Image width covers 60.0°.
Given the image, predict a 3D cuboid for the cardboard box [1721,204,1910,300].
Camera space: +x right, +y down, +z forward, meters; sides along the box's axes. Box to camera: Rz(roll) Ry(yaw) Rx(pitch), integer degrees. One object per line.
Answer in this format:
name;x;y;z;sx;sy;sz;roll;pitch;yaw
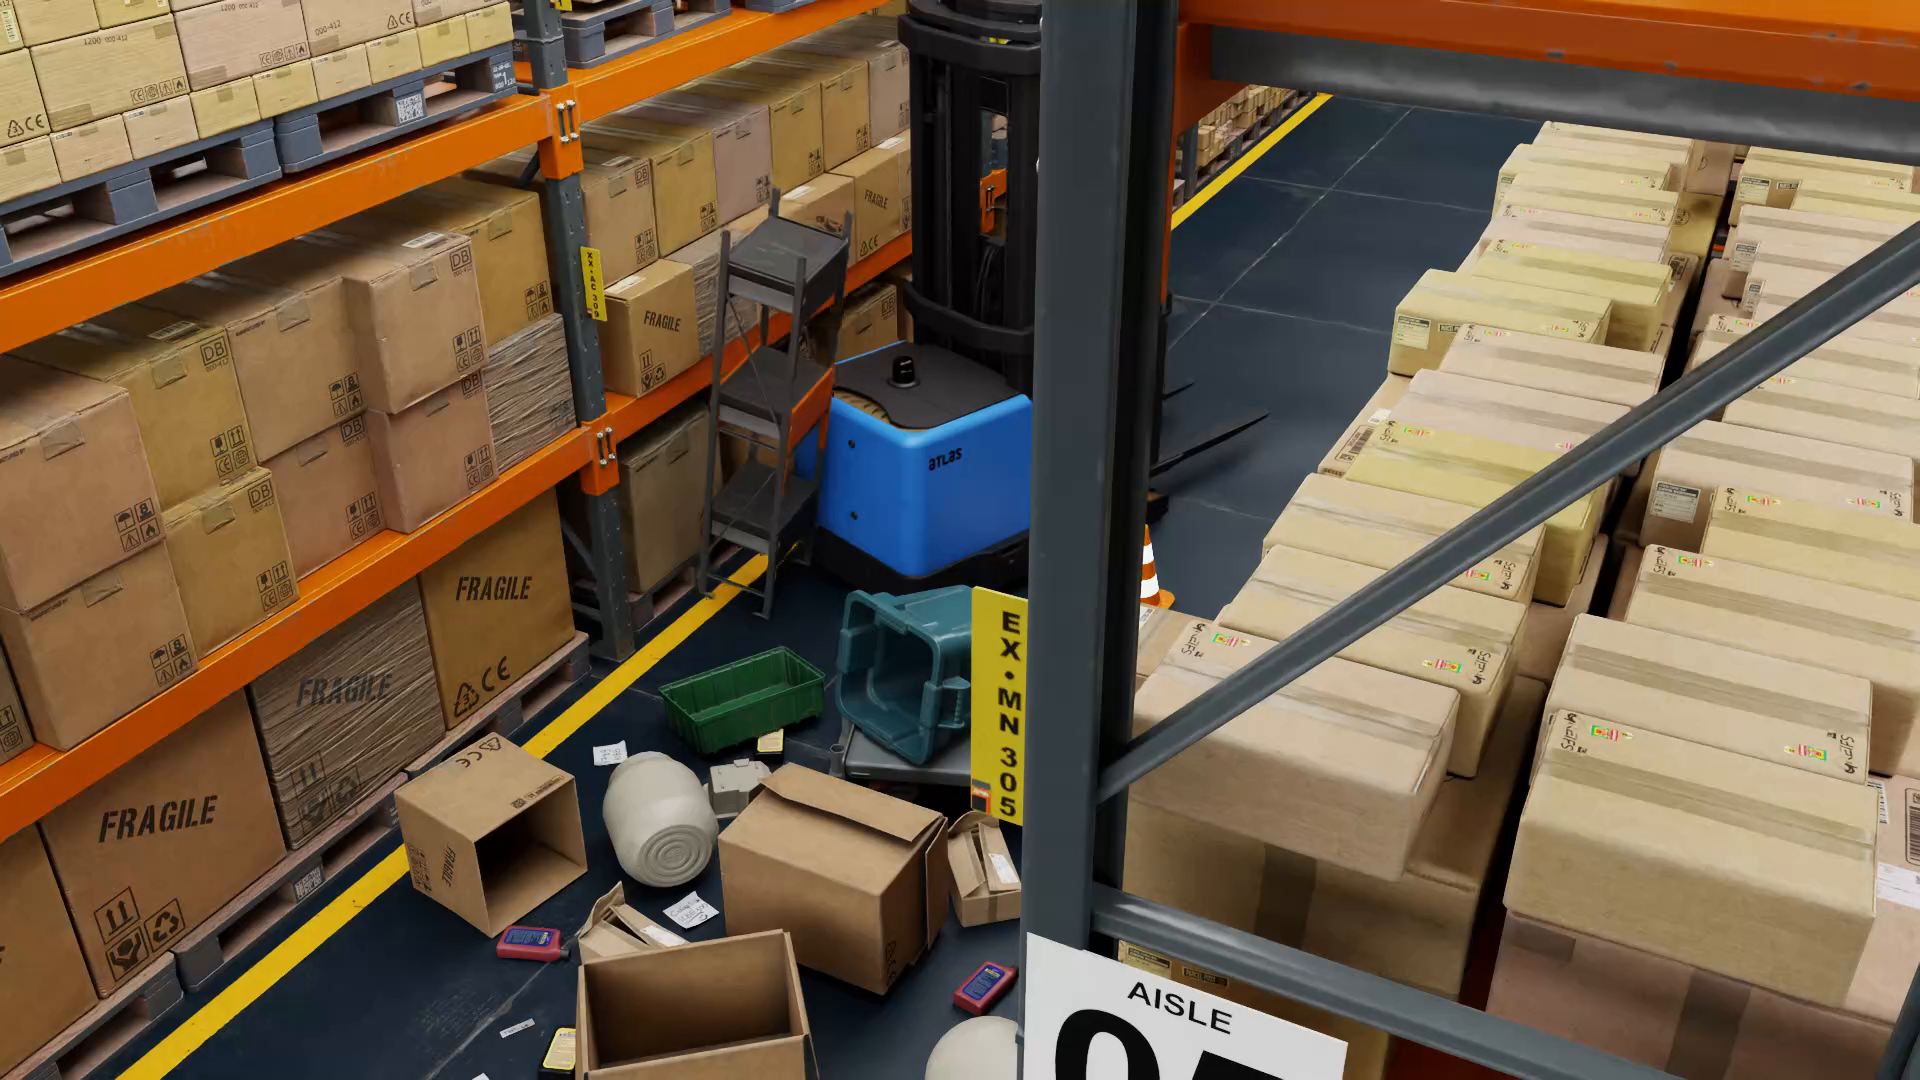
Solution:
cardboard box;1.955;-0.630;3.775;0.380;0.149;0.250;14;33;22

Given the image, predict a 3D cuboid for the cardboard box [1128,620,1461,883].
cardboard box;0.435;0.271;2.206;0.380;0.149;0.250;15;33;24

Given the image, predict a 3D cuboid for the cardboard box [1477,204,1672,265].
cardboard box;1.388;-0.630;3.775;0.380;0.149;0.250;14;33;23

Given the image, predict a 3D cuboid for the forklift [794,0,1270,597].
forklift;0.548;-1.484;8.891;3.031;2.935;1.130;-24;38;-35

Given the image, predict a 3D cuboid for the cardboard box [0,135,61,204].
cardboard box;-2.892;-1.109;4.887;0.380;0.149;0.250;14;33;23

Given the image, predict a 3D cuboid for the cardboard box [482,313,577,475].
cardboard box;-2.244;-0.725;7.350;0.875;0.550;0.550;14;33;23

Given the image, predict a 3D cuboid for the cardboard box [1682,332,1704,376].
cardboard box;1.713;-0.180;3.392;0.500;0.250;0.500;15;33;24

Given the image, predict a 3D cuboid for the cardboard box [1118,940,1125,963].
cardboard box;0.667;1.501;6.131;0.500;0.500;0.500;-12;32;-20

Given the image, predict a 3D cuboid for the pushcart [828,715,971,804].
pushcart;0.314;0.894;7.314;1.648;0.377;0.936;4;30;6

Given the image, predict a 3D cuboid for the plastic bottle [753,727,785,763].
plastic bottle;-0.869;0.913;7.599;0.133;0.061;0.283;-1;30;-3

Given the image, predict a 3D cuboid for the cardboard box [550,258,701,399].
cardboard box;-1.607;-1.042;7.951;0.500;0.500;0.500;15;33;24

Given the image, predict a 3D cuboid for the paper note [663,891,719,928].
paper note;-1.076;1.482;6.647;0.155;0.023;0.172;-25;38;-36

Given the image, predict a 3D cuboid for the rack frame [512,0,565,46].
rack frame;-2.086;-3.428;6.183;1.000;3.000;0.127;14;33;23

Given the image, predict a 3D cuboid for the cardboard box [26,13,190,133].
cardboard box;-2.771;-1.470;5.116;0.500;0.250;0.500;14;33;23

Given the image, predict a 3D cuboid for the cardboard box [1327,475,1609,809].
cardboard box;0.780;0.153;2.812;0.500;0.250;0.500;14;33;23

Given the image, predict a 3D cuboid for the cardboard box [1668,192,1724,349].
cardboard box;1.695;-0.749;4.382;0.500;0.250;0.500;14;33;23

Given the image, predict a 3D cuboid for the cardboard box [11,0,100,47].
cardboard box;-2.777;-1.569;4.887;0.380;0.149;0.250;15;33;24

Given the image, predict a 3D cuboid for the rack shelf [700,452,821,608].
rack shelf;-1.016;-0.055;8.463;0.431;0.518;0.480;20;39;11

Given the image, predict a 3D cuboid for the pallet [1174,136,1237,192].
pallet;1.832;-3.469;15.079;1.003;0.211;1.213;14;33;23

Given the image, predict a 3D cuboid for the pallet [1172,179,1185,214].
pallet;1.205;-2.818;13.945;1.003;0.211;1.213;14;33;23

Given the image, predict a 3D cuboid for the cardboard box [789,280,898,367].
cardboard box;-1.017;-1.168;10.109;1.050;0.750;0.750;15;33;24

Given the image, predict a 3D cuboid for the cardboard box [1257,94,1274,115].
cardboard box;2.798;-4.220;16.028;0.380;0.149;0.250;15;33;24

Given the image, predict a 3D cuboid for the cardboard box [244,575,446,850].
cardboard box;-2.842;0.576;6.946;0.875;0.875;0.875;15;33;24

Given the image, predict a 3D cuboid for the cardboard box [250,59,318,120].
cardboard box;-2.430;-1.559;5.671;0.380;0.149;0.250;15;33;24

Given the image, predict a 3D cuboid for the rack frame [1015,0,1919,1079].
rack frame;0.544;-0.576;1.217;1.000;3.000;0.127;14;33;23

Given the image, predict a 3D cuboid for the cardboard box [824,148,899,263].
cardboard box;-0.687;-1.940;9.515;0.500;0.500;0.500;14;33;22

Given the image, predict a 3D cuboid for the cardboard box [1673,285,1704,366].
cardboard box;1.822;-0.619;4.556;0.380;0.149;0.250;14;33;23

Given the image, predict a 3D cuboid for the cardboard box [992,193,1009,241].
cardboard box;0.265;-2.274;11.532;0.500;0.250;0.500;13;32;21

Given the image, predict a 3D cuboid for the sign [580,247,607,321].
sign;-1.592;-1.111;7.223;0.100;0.325;0.005;14;33;23

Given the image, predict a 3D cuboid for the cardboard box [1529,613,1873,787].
cardboard box;0.988;0.261;2.223;0.380;0.149;0.250;14;33;23

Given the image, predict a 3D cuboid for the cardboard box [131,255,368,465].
cardboard box;-2.800;-0.725;6.266;0.875;0.550;0.550;14;33;23

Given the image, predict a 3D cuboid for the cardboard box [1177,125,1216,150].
cardboard box;2.008;-3.536;14.537;0.380;0.149;0.250;16;33;25

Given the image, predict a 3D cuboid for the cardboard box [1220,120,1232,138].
cardboard box;2.269;-3.771;15.246;0.380;0.149;0.250;14;33;22

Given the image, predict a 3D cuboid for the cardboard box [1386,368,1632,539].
cardboard box;0.966;-0.160;2.956;0.380;0.149;0.250;14;33;23

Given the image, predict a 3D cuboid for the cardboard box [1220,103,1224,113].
cardboard box;2.149;-3.914;14.898;0.380;0.149;0.250;14;33;23

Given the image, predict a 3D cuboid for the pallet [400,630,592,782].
pallet;-2.502;0.702;7.815;1.003;0.211;1.213;14;33;23

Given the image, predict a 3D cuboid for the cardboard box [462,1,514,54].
cardboard box;-1.968;-2.009;6.455;0.380;0.149;0.250;14;33;23

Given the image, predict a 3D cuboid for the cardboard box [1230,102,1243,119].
cardboard box;2.394;-4.020;15.381;0.380;0.149;0.250;16;33;26

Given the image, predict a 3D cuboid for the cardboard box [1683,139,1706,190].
cardboard box;1.840;-1.098;4.590;0.380;0.149;0.250;15;33;25

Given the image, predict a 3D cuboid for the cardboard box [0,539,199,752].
cardboard box;-3.182;0.239;5.672;0.875;0.550;0.550;14;33;23

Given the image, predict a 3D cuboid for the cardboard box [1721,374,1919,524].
cardboard box;1.557;-0.159;2.954;0.380;0.149;0.250;15;33;25

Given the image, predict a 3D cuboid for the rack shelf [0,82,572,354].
rack shelf;-2.997;-0.928;5.565;1.077;0.370;4.000;14;33;23

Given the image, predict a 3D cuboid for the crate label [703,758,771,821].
crate label;-0.965;1.075;7.240;0.298;0.136;0.250;-7;31;-11

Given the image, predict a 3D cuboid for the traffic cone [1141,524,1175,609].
traffic cone;0.927;0.129;8.560;0.336;0.463;0.334;14;33;23

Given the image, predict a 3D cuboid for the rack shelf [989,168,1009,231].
rack shelf;0.647;-3.174;12.488;1.077;0.370;4.000;14;33;23

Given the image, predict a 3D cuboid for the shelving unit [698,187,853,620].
shelving unit;-0.912;-0.604;8.019;0.431;2.100;0.503;20;39;11

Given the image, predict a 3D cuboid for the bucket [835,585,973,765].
bucket;-0.096;0.517;7.098;0.620;0.611;0.726;-14;31;-42

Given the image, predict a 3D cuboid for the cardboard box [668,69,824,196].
cardboard box;-1.171;-2.201;8.966;0.700;0.500;0.500;14;33;23

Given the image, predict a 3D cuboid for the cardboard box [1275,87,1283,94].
cardboard box;2.934;-4.459;16.145;0.380;0.149;0.250;15;33;24
